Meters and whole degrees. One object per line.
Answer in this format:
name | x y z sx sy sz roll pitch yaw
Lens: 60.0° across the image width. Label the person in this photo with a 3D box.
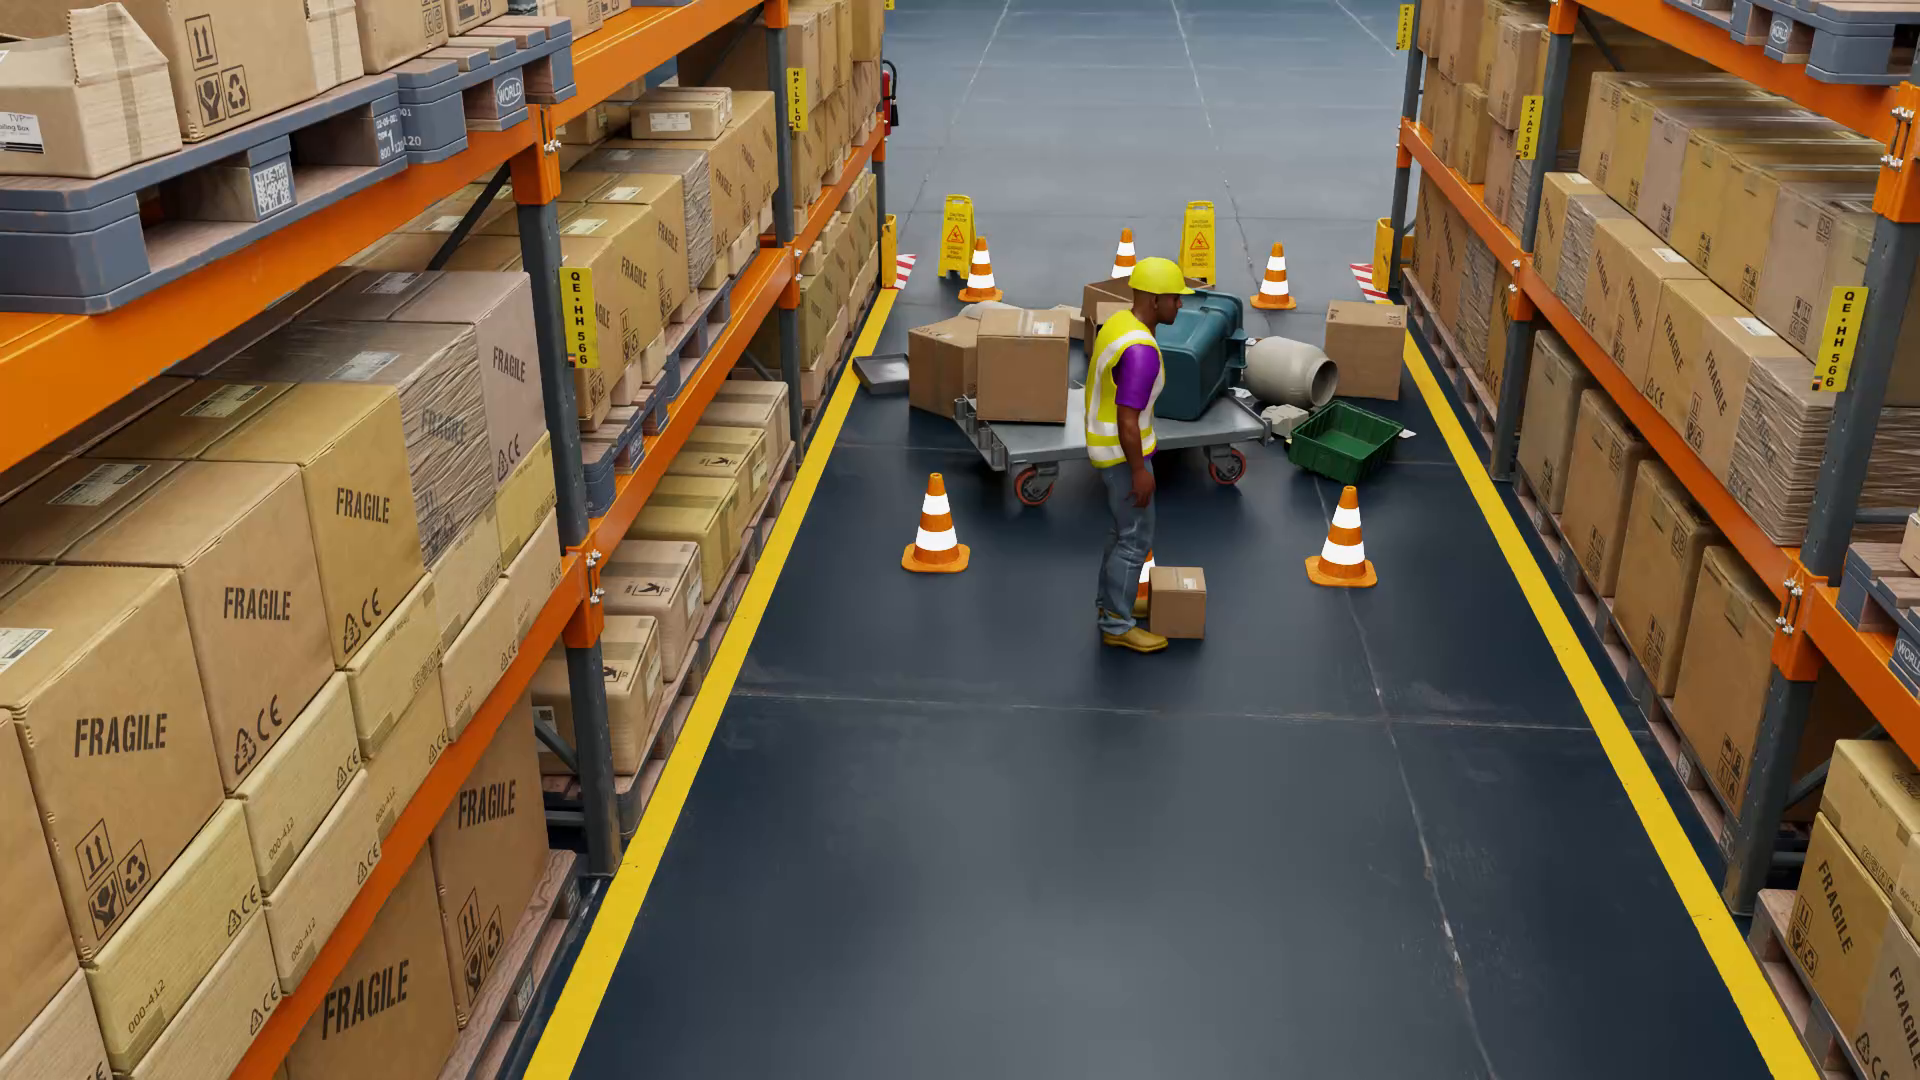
person | 0.783 -0.398 7.463 0.462 1.759 0.627 1 24 1
